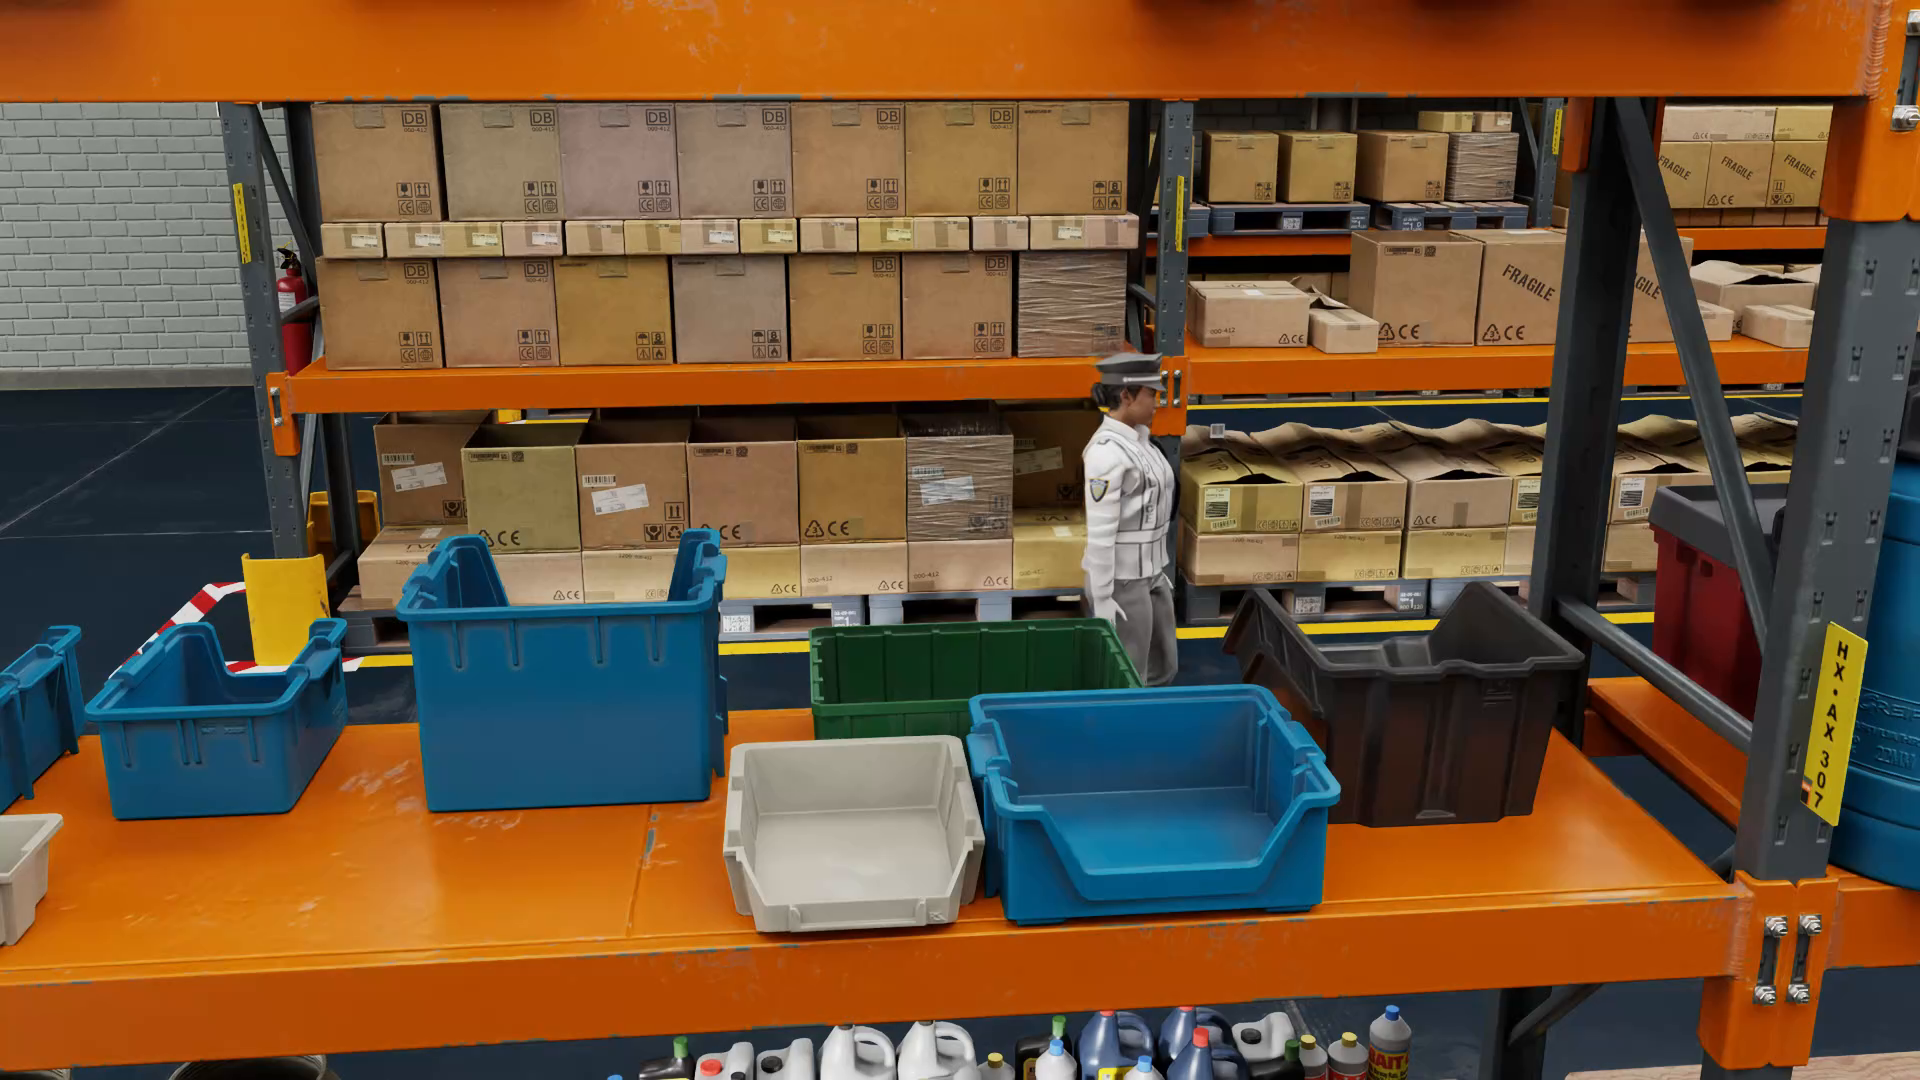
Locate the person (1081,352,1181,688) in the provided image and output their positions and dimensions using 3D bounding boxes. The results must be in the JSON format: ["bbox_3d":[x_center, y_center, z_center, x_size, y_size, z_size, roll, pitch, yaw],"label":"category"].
[{"bbox_3d":[0.627,0.150,6.006,0.478,1.655,0.500,6,18,19],"label":"person"}]
